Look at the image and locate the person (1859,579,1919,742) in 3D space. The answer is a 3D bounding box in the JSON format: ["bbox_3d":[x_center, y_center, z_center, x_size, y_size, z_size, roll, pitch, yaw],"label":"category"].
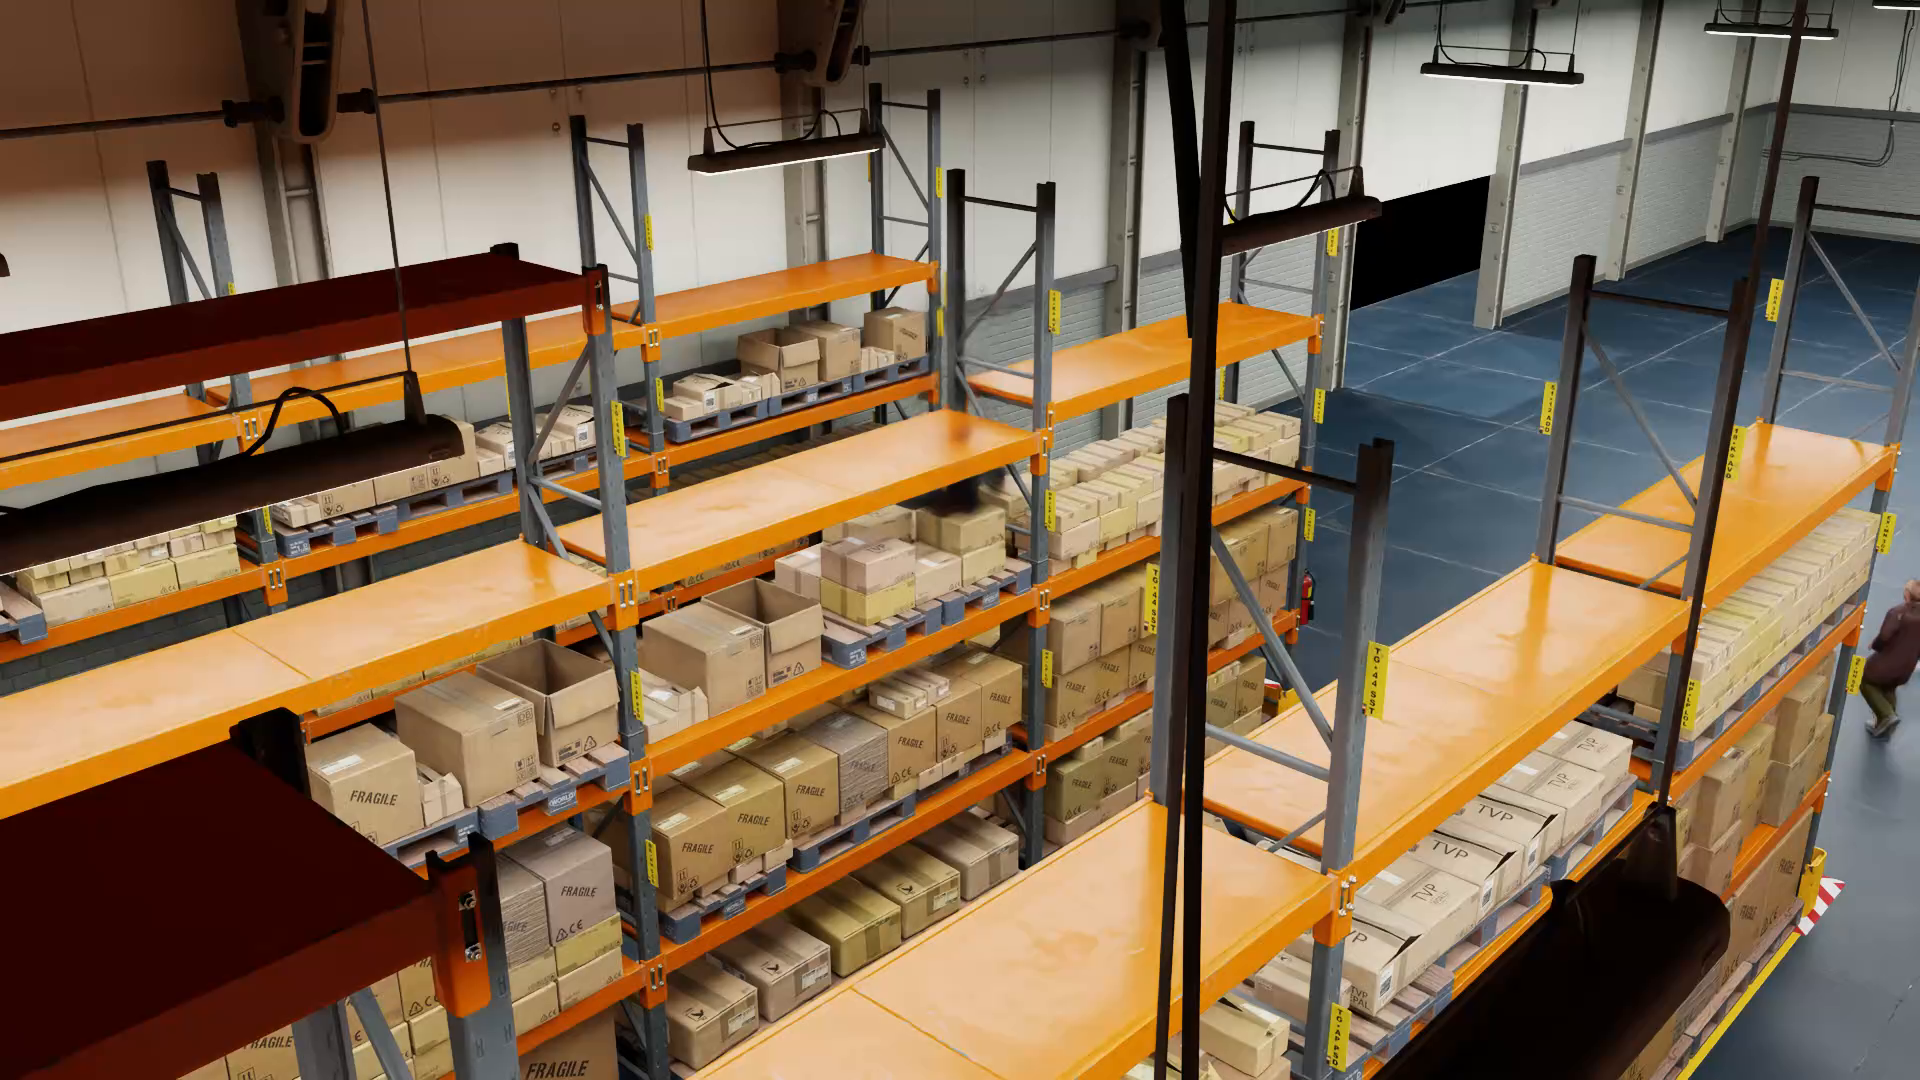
[{"bbox_3d":[9.329,1.283,16.620,0.705,1.506,0.661,-2,21,-6],"label":"person"}]
